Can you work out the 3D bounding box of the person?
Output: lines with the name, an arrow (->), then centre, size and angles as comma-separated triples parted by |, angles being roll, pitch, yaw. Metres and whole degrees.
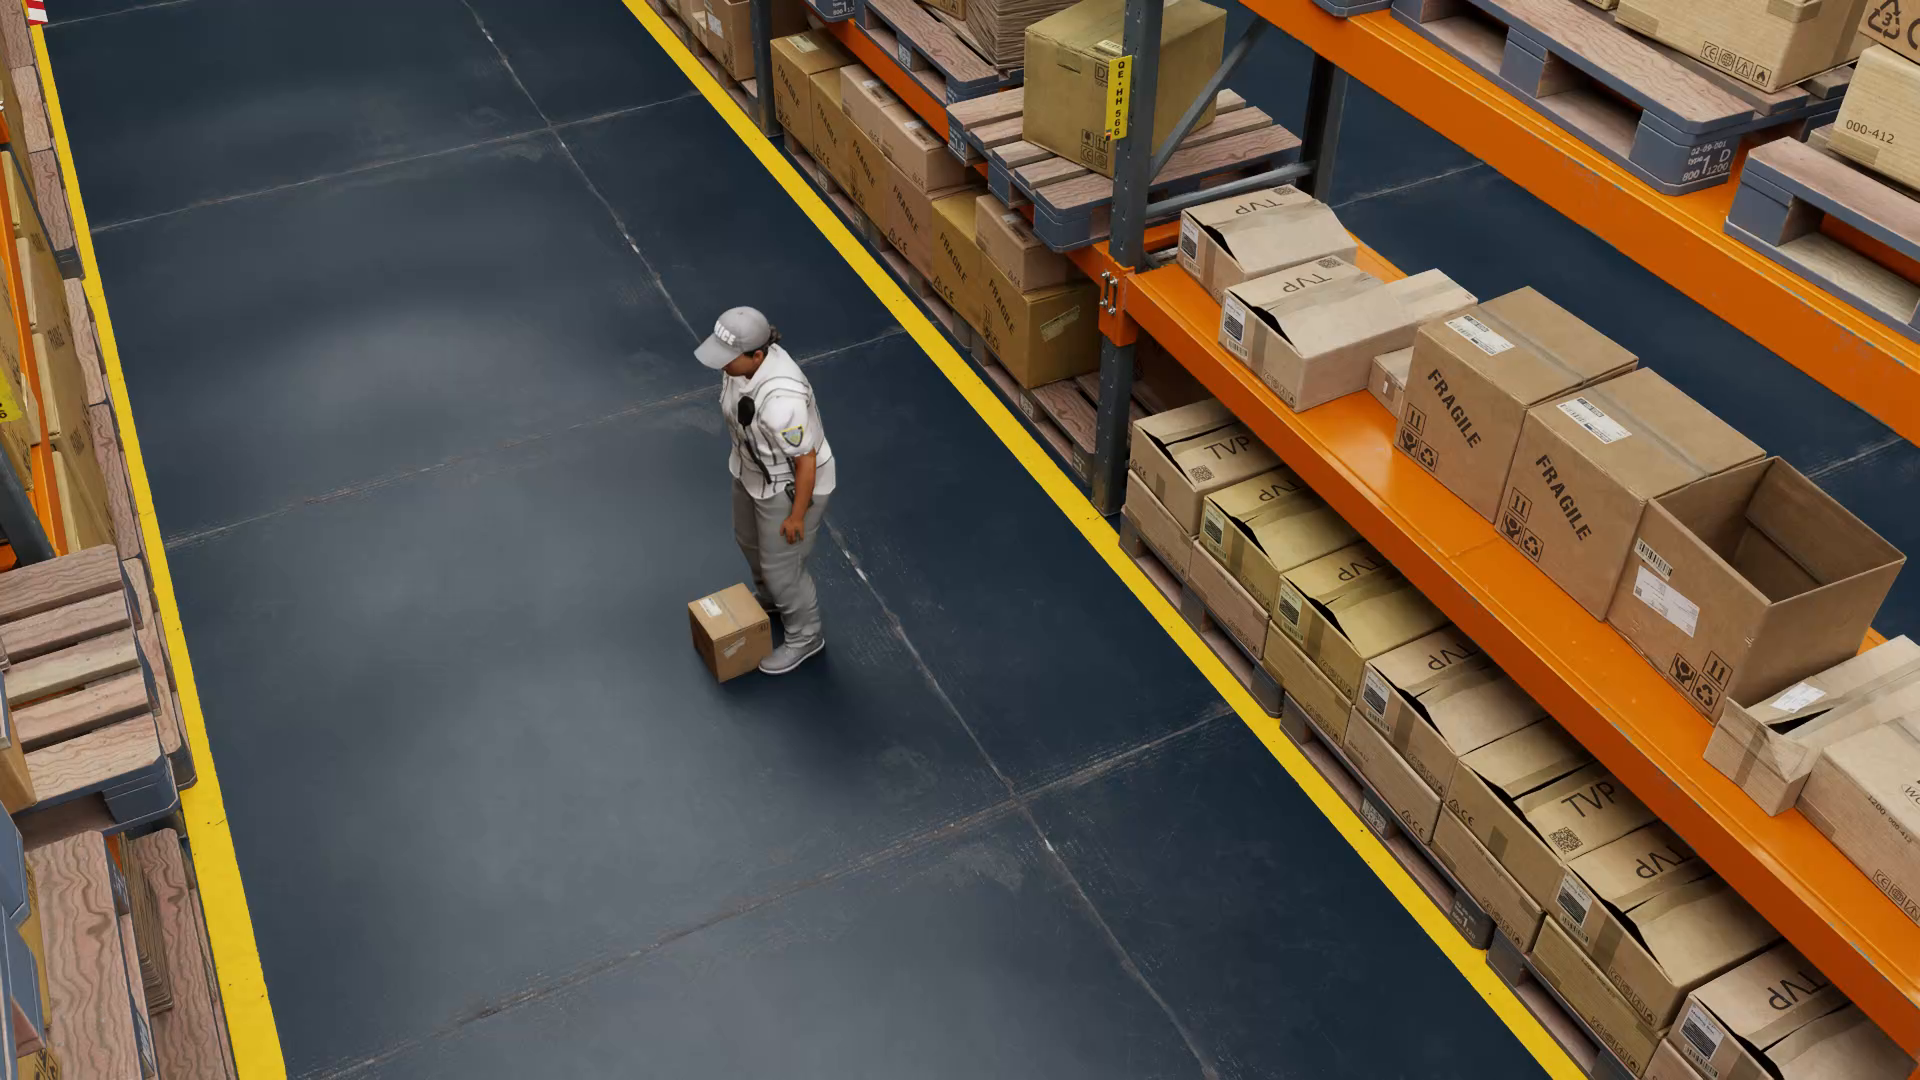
person -> -0.743, -0.218, 6.401 | 0.471, 1.665, 0.561 | -22, 46, -23
